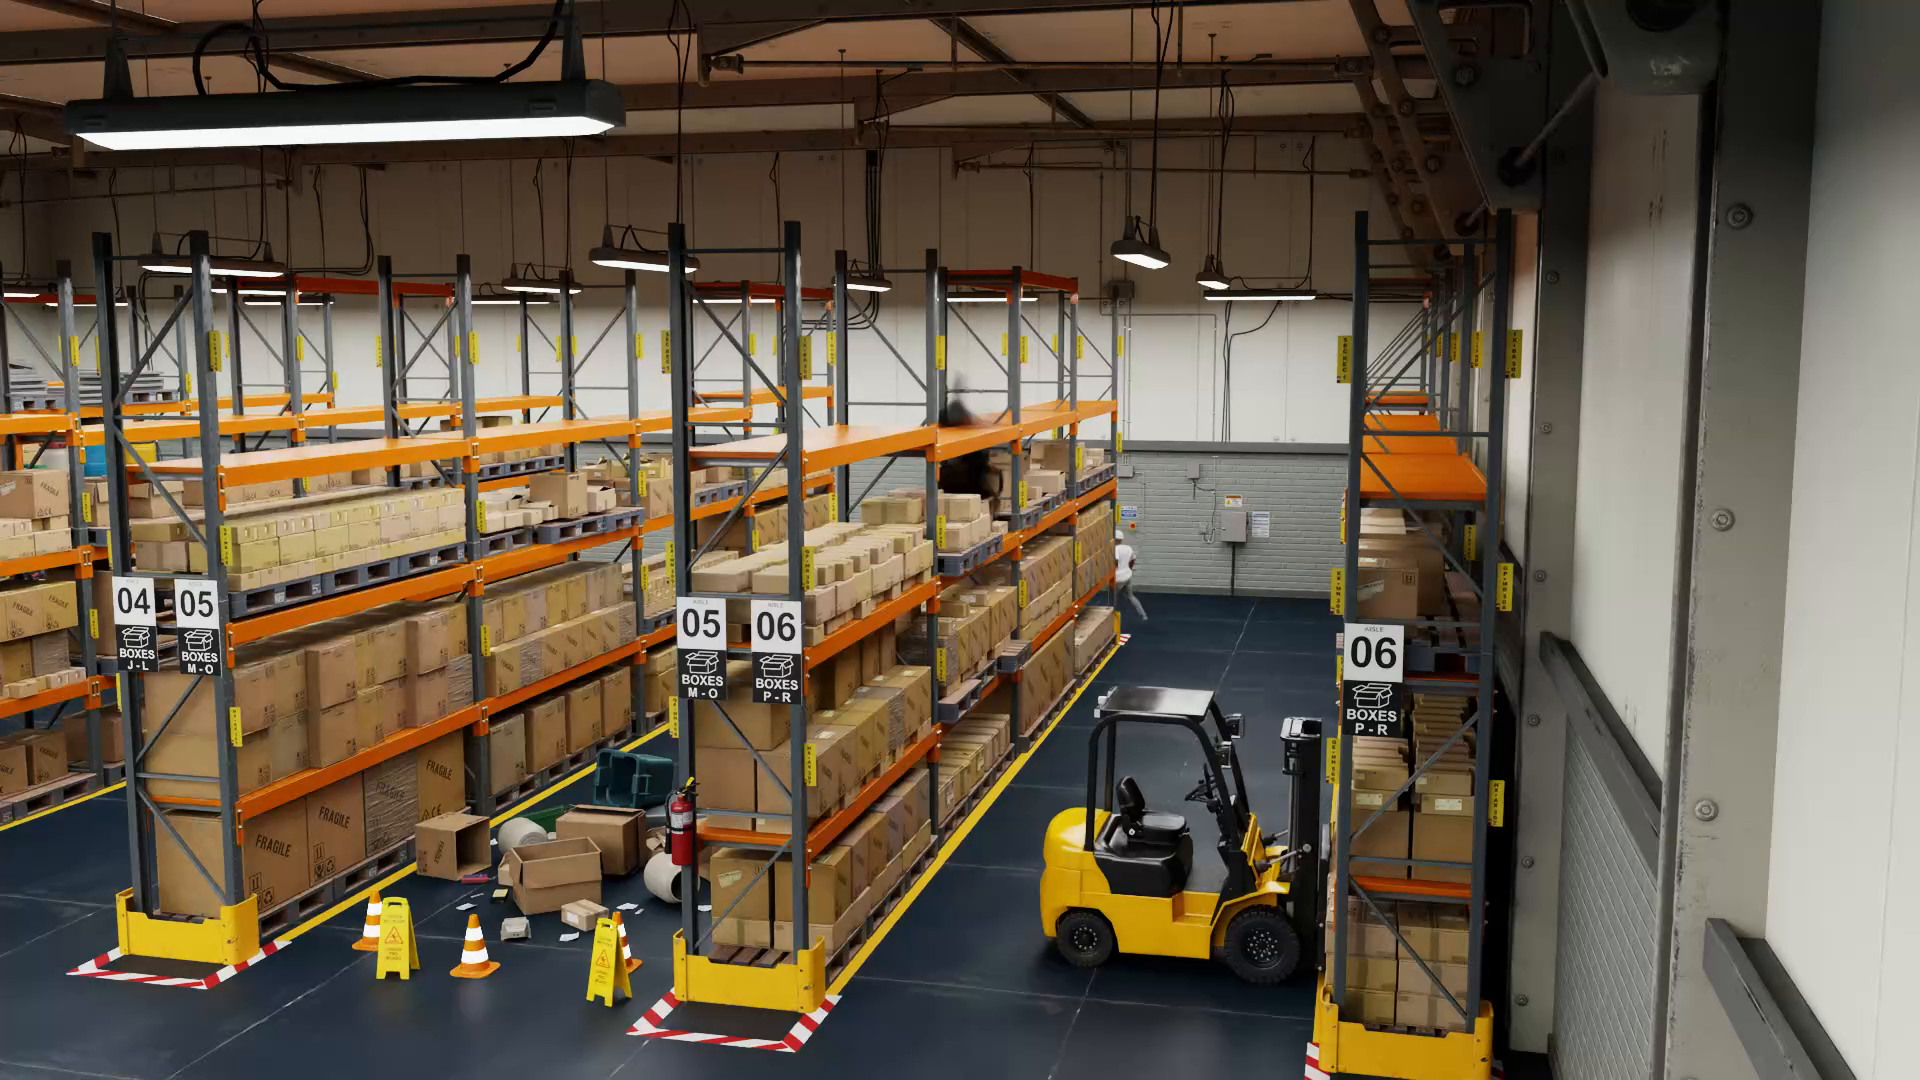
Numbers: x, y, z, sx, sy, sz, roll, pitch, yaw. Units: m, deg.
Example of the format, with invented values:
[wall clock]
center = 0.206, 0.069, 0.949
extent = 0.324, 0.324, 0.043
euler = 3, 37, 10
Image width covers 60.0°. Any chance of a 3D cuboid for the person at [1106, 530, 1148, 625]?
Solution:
[person]
center = 2.787, 0.675, 29.480
extent = 0.941, 1.729, 0.870
euler = 5, 9, 38
